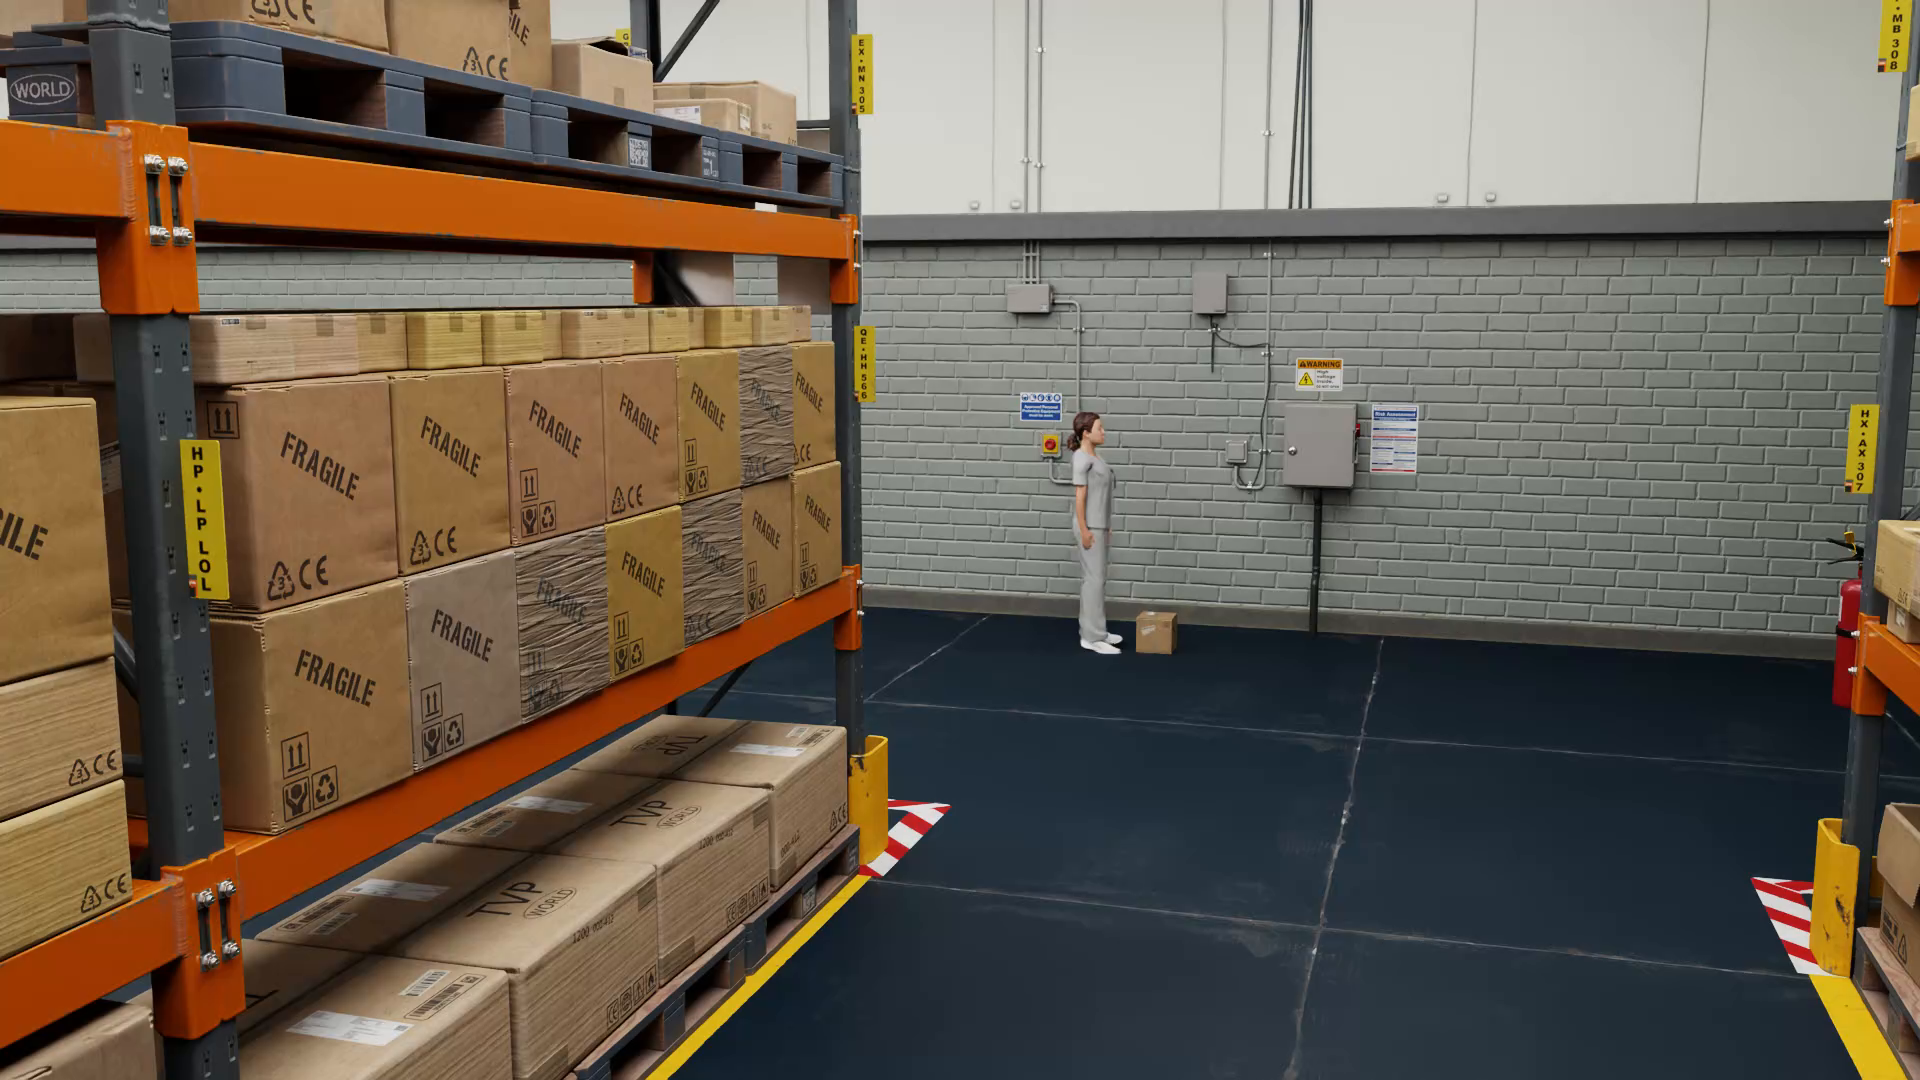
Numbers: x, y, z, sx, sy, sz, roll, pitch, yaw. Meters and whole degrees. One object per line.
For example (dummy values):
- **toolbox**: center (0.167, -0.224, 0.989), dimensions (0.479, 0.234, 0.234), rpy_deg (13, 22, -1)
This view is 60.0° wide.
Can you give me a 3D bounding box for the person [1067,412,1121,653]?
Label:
- **person**: center (0.964, -0.060, 11.800), dimensions (0.441, 1.692, 0.442), rpy_deg (3, 9, 17)
